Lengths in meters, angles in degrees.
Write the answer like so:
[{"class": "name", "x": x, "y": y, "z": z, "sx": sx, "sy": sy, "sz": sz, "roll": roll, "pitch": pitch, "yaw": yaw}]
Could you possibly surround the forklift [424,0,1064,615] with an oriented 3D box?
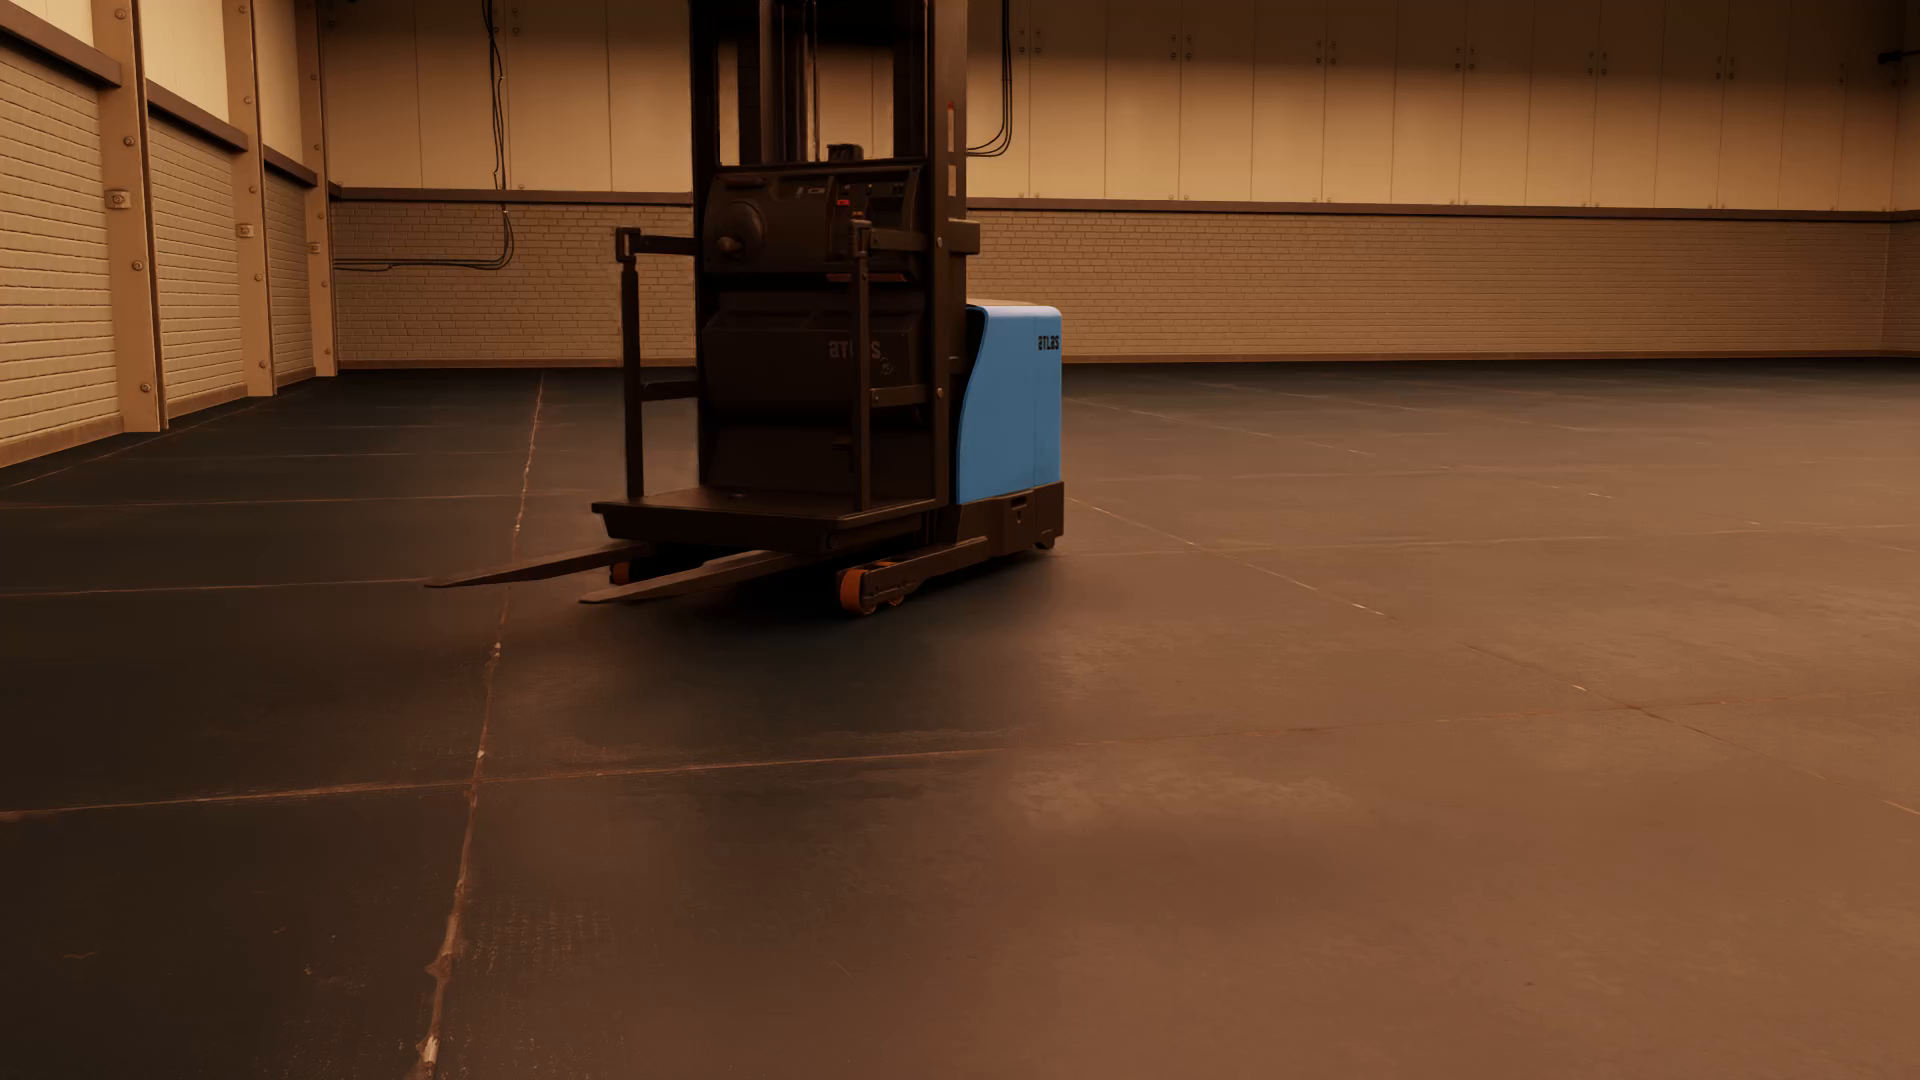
[{"class": "forklift", "x": -0.663, "y": -1.258, "z": 6.125, "sx": 1.130, "sy": 2.935, "sz": 3.031, "roll": 4, "pitch": 9, "yaw": 27}]
